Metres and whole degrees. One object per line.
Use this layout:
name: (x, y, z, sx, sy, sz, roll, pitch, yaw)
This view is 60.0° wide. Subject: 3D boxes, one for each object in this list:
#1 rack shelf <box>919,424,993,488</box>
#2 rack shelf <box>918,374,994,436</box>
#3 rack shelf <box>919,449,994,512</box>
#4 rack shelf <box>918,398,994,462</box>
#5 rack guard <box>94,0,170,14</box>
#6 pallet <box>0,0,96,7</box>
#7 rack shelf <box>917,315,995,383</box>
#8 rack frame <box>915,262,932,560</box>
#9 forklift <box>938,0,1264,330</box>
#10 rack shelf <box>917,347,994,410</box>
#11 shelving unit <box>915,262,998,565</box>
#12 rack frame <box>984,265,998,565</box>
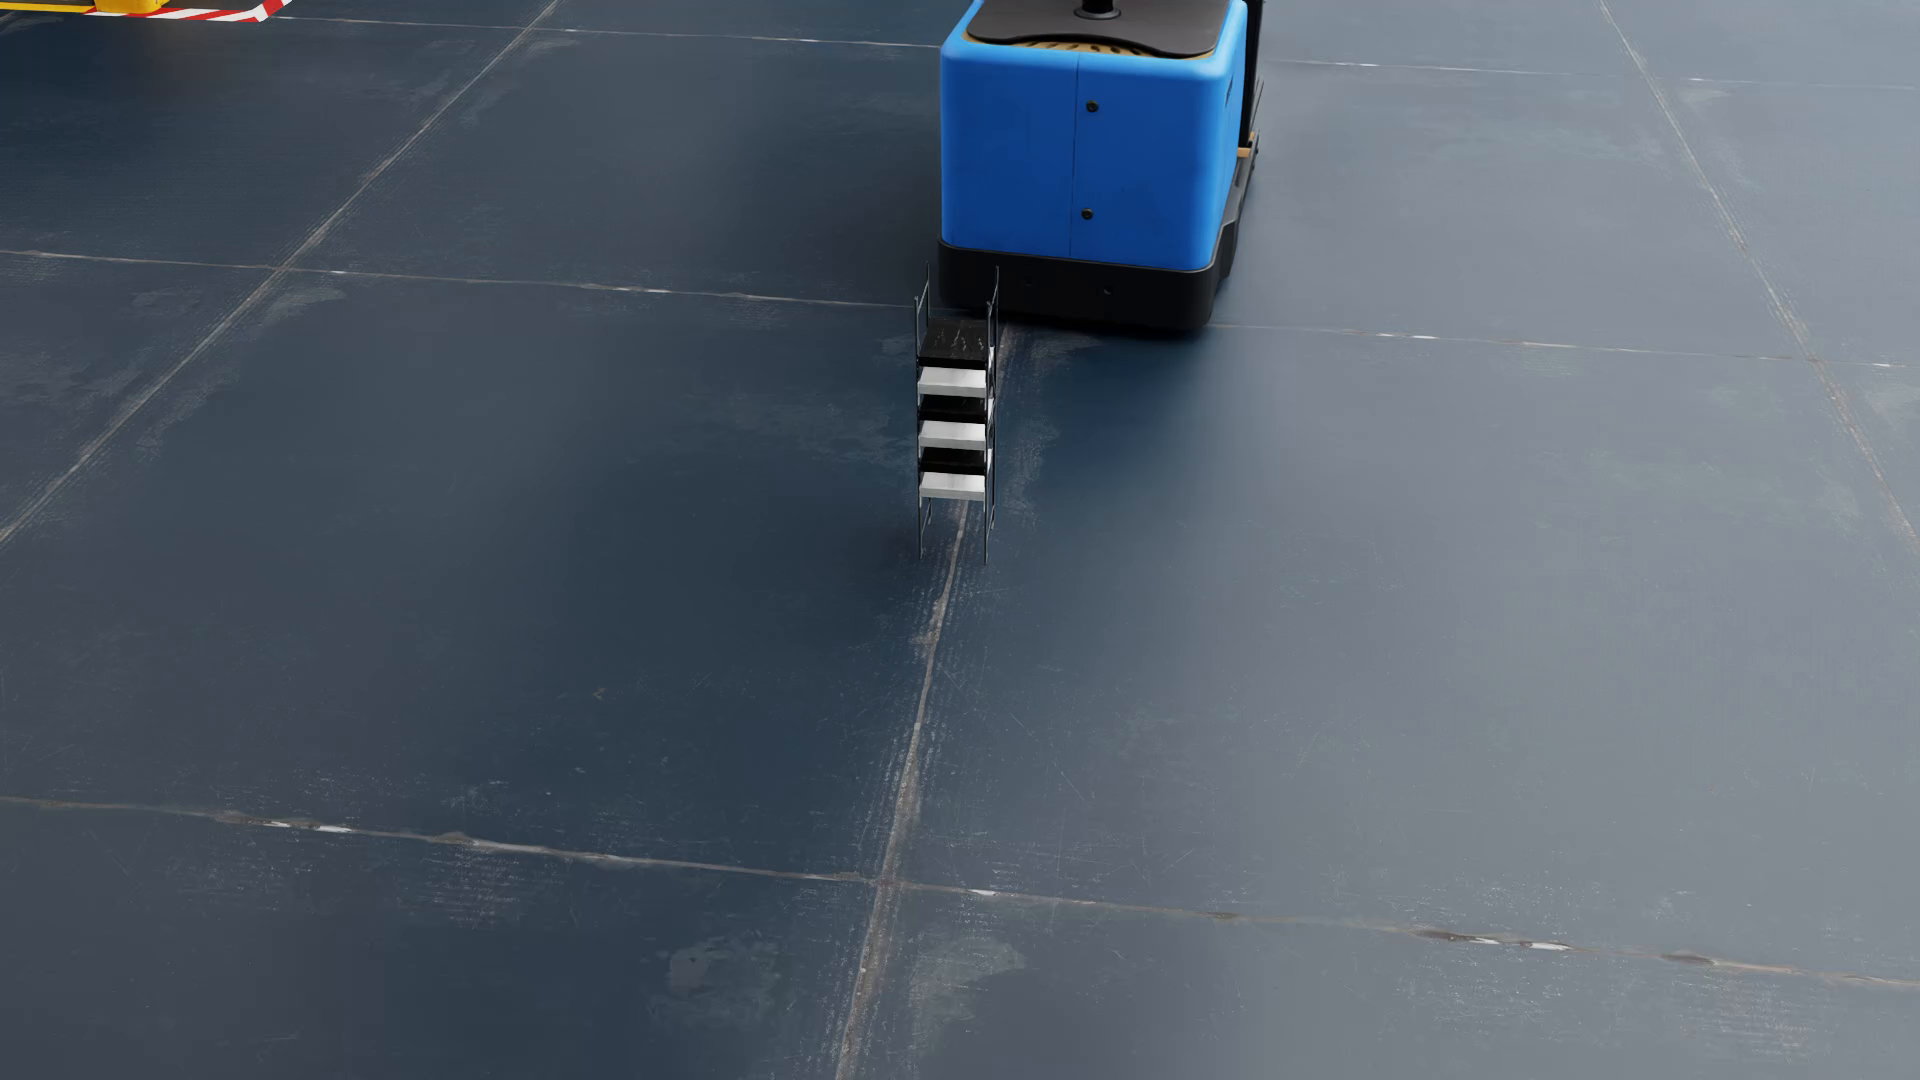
rack shelf: (-0.008, -0.267, 5.061, 0.200, 0.077, 0.258, 4, 36, 6)
rack shelf: (-0.008, -0.413, 4.957, 0.200, 0.077, 0.258, 4, 36, 6)
rack shelf: (-0.008, -0.193, 5.113, 0.200, 0.077, 0.258, 4, 36, 6)
rack shelf: (-0.008, -0.340, 5.009, 0.200, 0.077, 0.258, 4, 36, 6)
rack guard: (-4.689, -3.530, 9.766, 0.348, 0.500, 1.175, 4, 36, 6)
pallet: (-5.494, -3.476, 9.938, 1.213, 0.211, 1.003, 4, 36, 6)
rack shelf: (-0.008, -0.560, 4.852, 0.200, 0.077, 0.258, 4, 36, 6)
rack frame: (-0.109, -0.374, 5.000, 0.006, 0.900, 0.240, 4, 36, 6)
forklift: (0.756, -2.833, 6.696, 1.130, 2.935, 3.031, 8, 36, 11)
rack shelf: (-0.008, -0.486, 4.904, 0.200, 0.077, 0.258, 4, 36, 6)
shelving unit: (-0.008, -0.367, 4.989, 0.210, 0.900, 0.258, 4, 36, 6)
rack frame: (0.093, -0.359, 4.979, 0.006, 0.900, 0.240, 4, 36, 6)
